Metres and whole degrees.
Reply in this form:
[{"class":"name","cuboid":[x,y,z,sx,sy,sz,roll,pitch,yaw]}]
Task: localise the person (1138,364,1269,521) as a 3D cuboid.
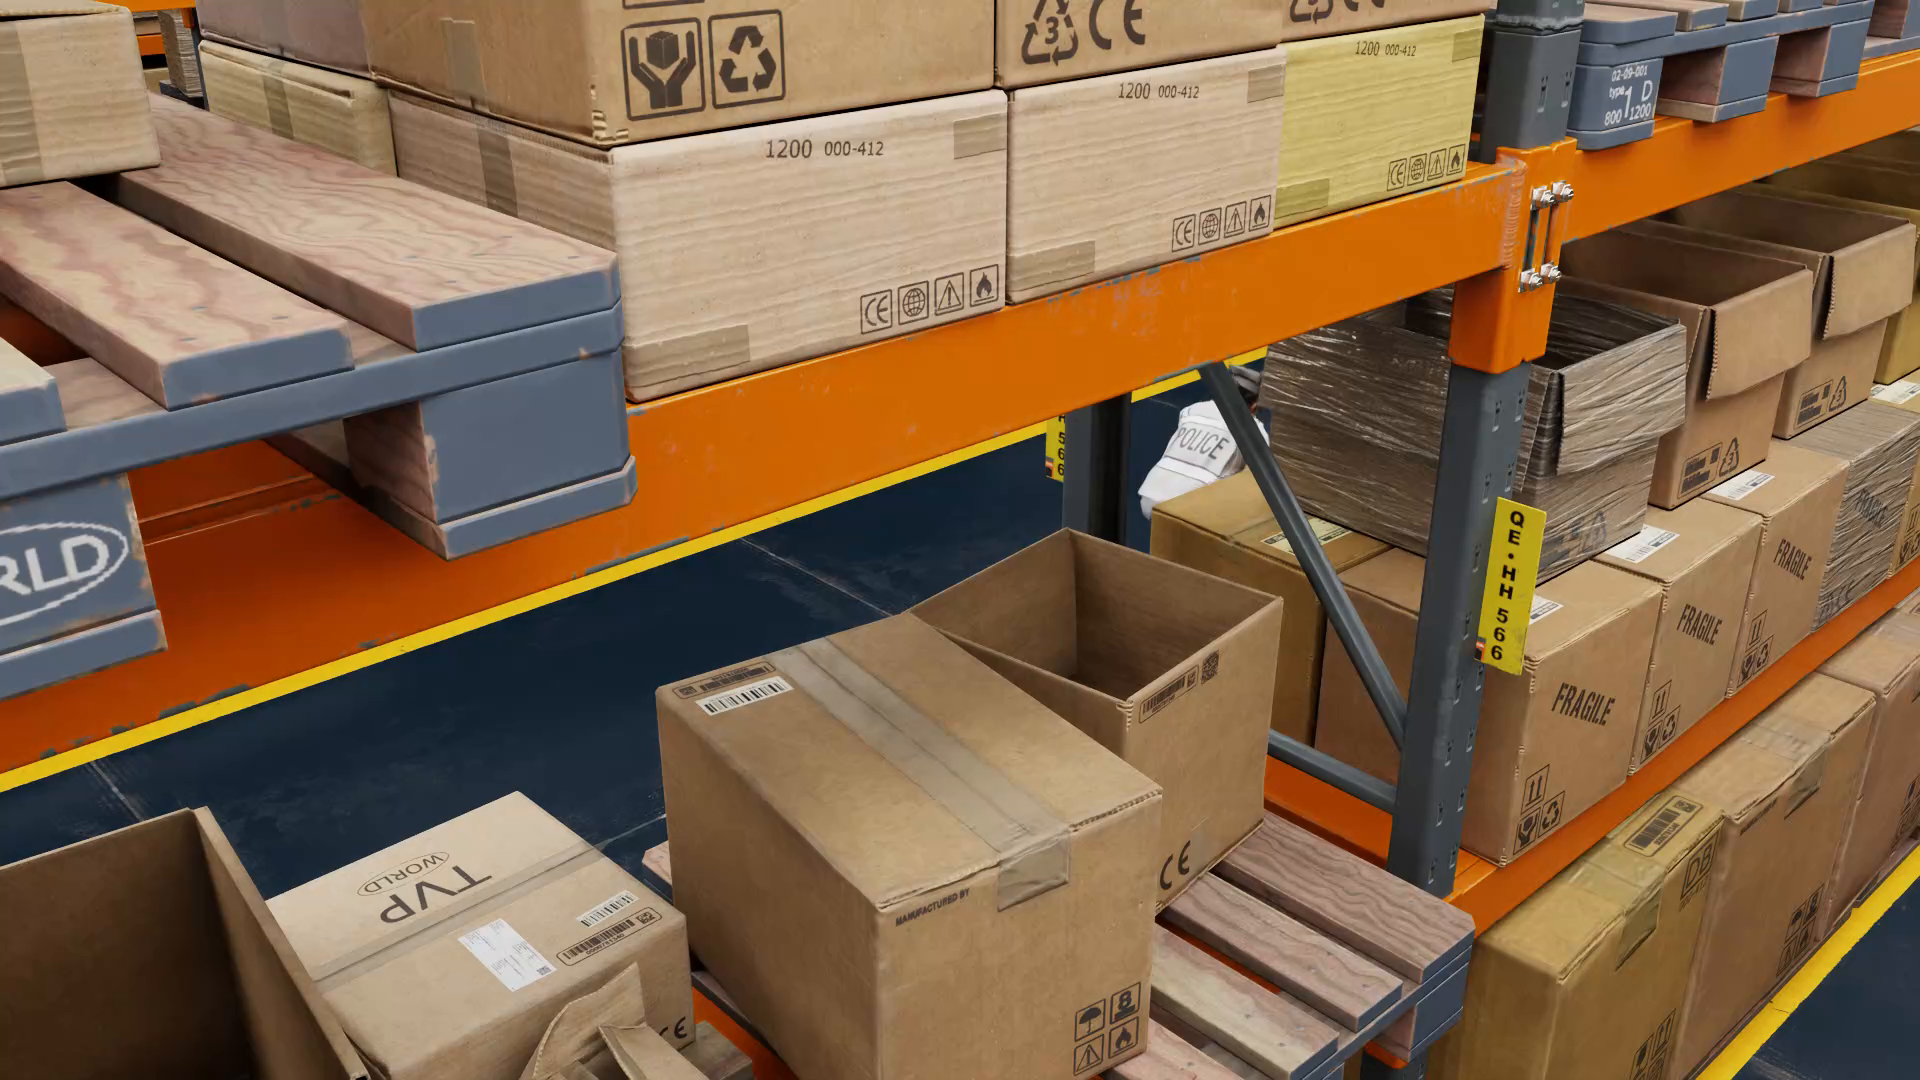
[{"class":"person","cuboid":[1.124,-0.248,7.465,0.816,0.995,0.490,-21,32,-39]}]
